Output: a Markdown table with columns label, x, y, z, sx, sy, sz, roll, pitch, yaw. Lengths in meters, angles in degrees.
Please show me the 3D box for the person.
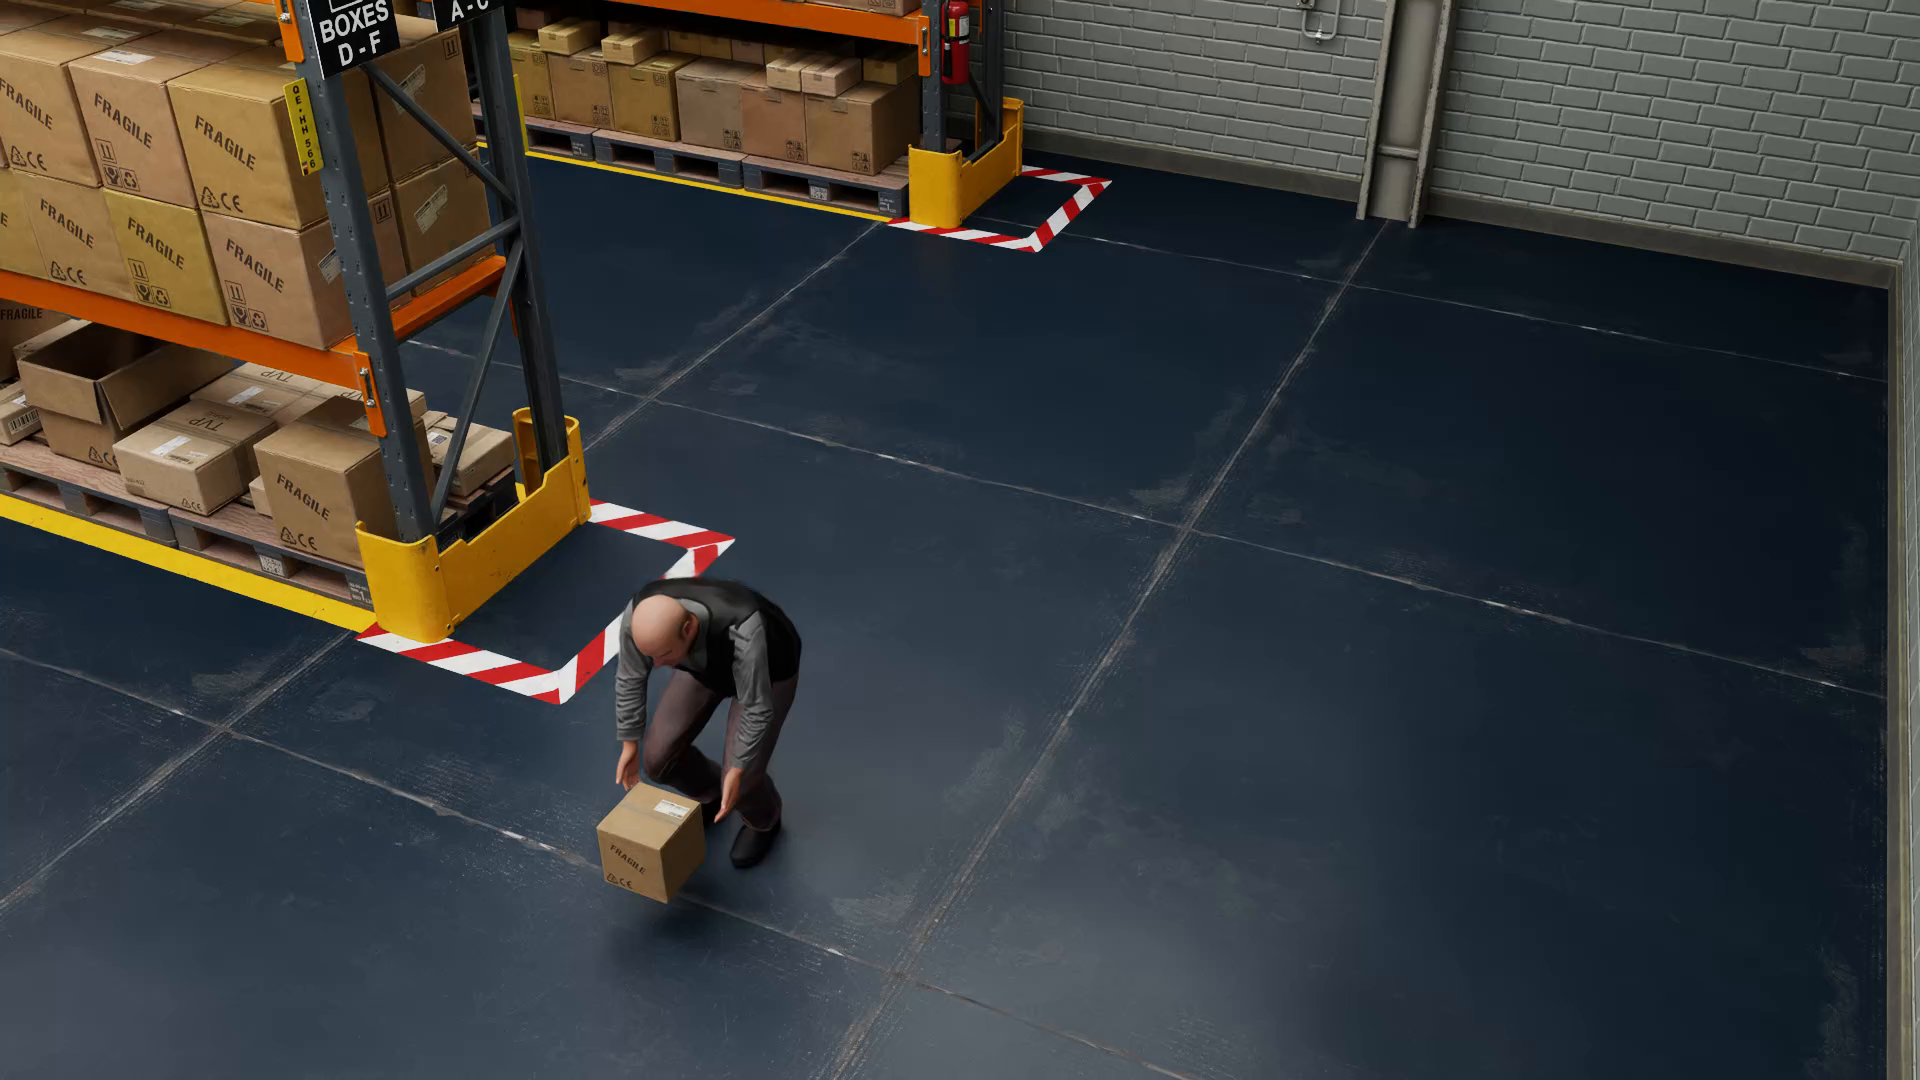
| label | x | y | z | sx | sy | sz | roll | pitch | yaw |
| --- | --- | --- | --- | --- | --- | --- | --- | --- | --- |
| person | -0.830 | 0.573 | 5.736 | 0.586 | 1.241 | 0.777 | 14 | 36 | 21 |
